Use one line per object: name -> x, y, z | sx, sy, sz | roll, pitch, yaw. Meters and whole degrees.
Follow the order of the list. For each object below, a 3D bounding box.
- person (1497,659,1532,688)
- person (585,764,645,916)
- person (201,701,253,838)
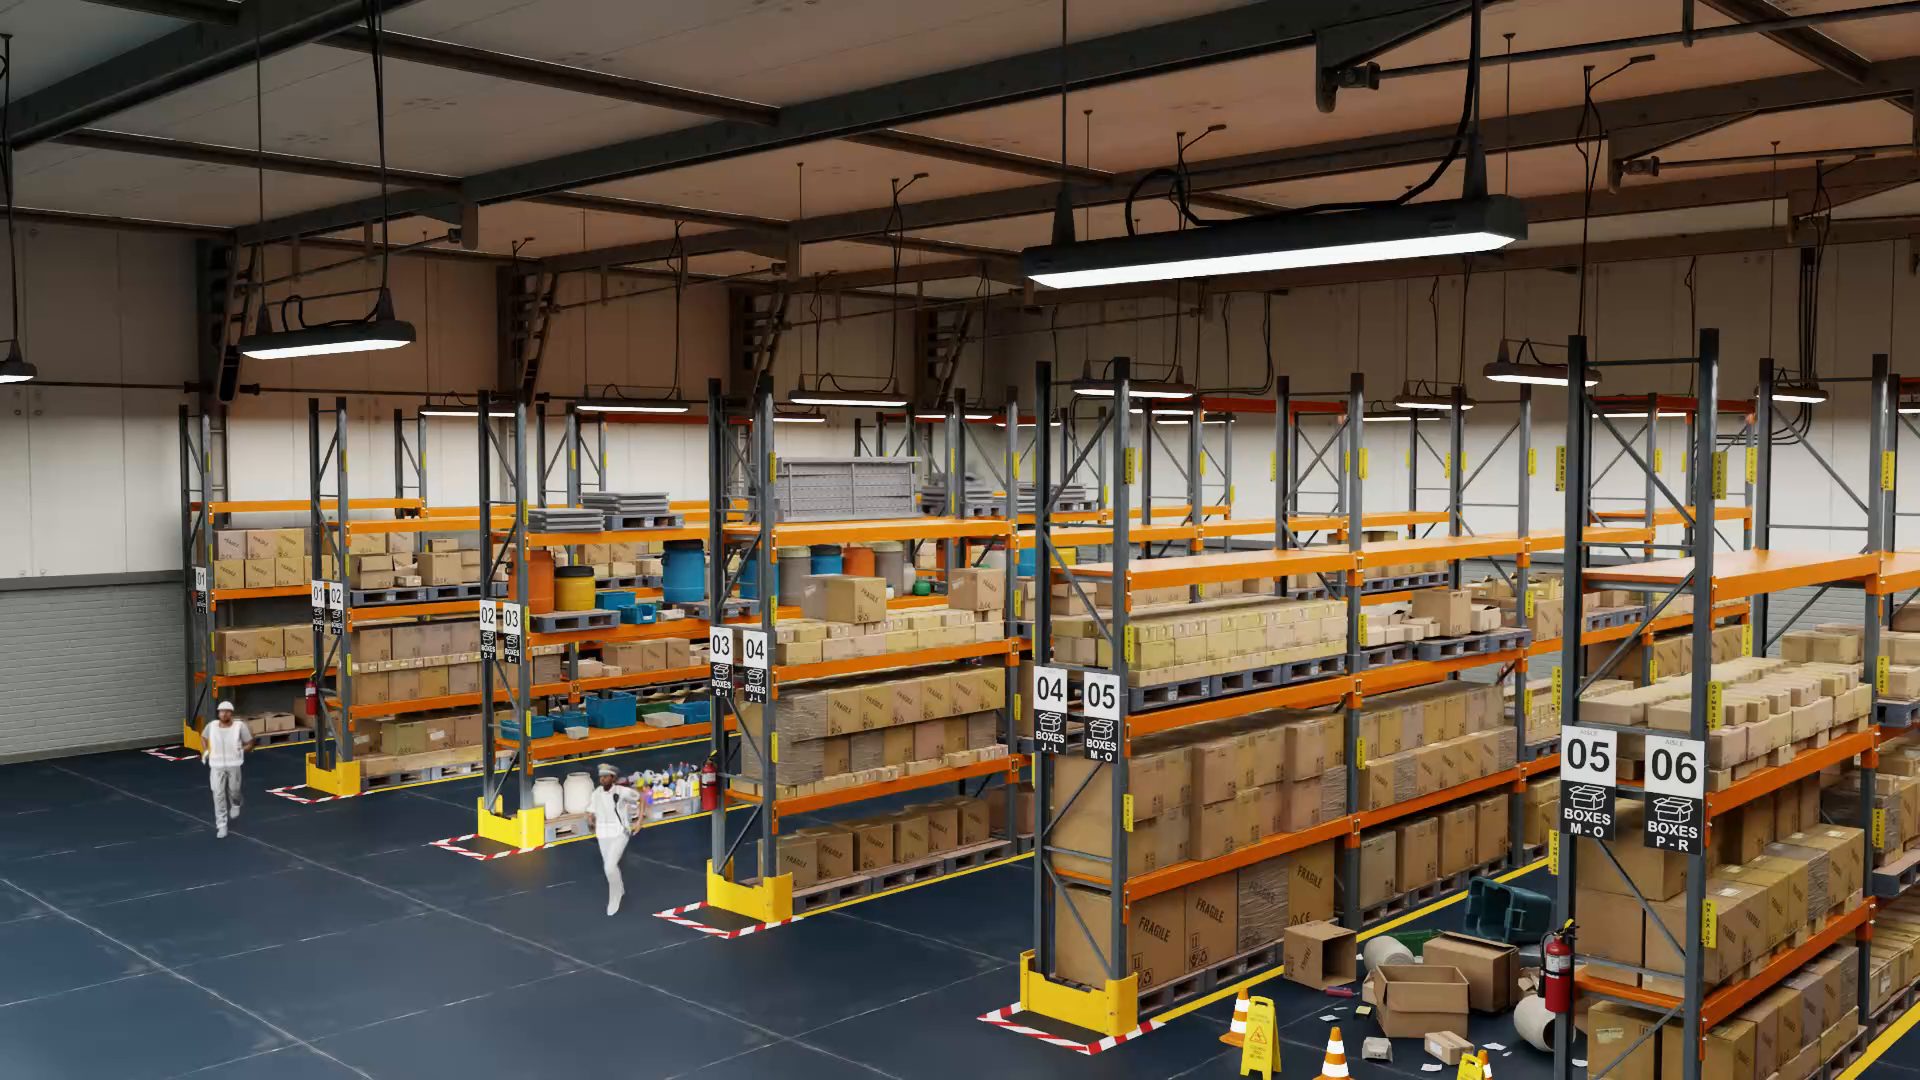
person -> 9.567, 2.791, 28.767 | 0.653, 1.737, 0.667 | 2, 3, 29
person -> -3.881, 3.335, 18.656 | 0.585, 1.702, 0.853 | 1, 3, 16
person -> -9.987, 3.084, 22.646 | 0.683, 1.785, 0.962 | -1, 3, -16
